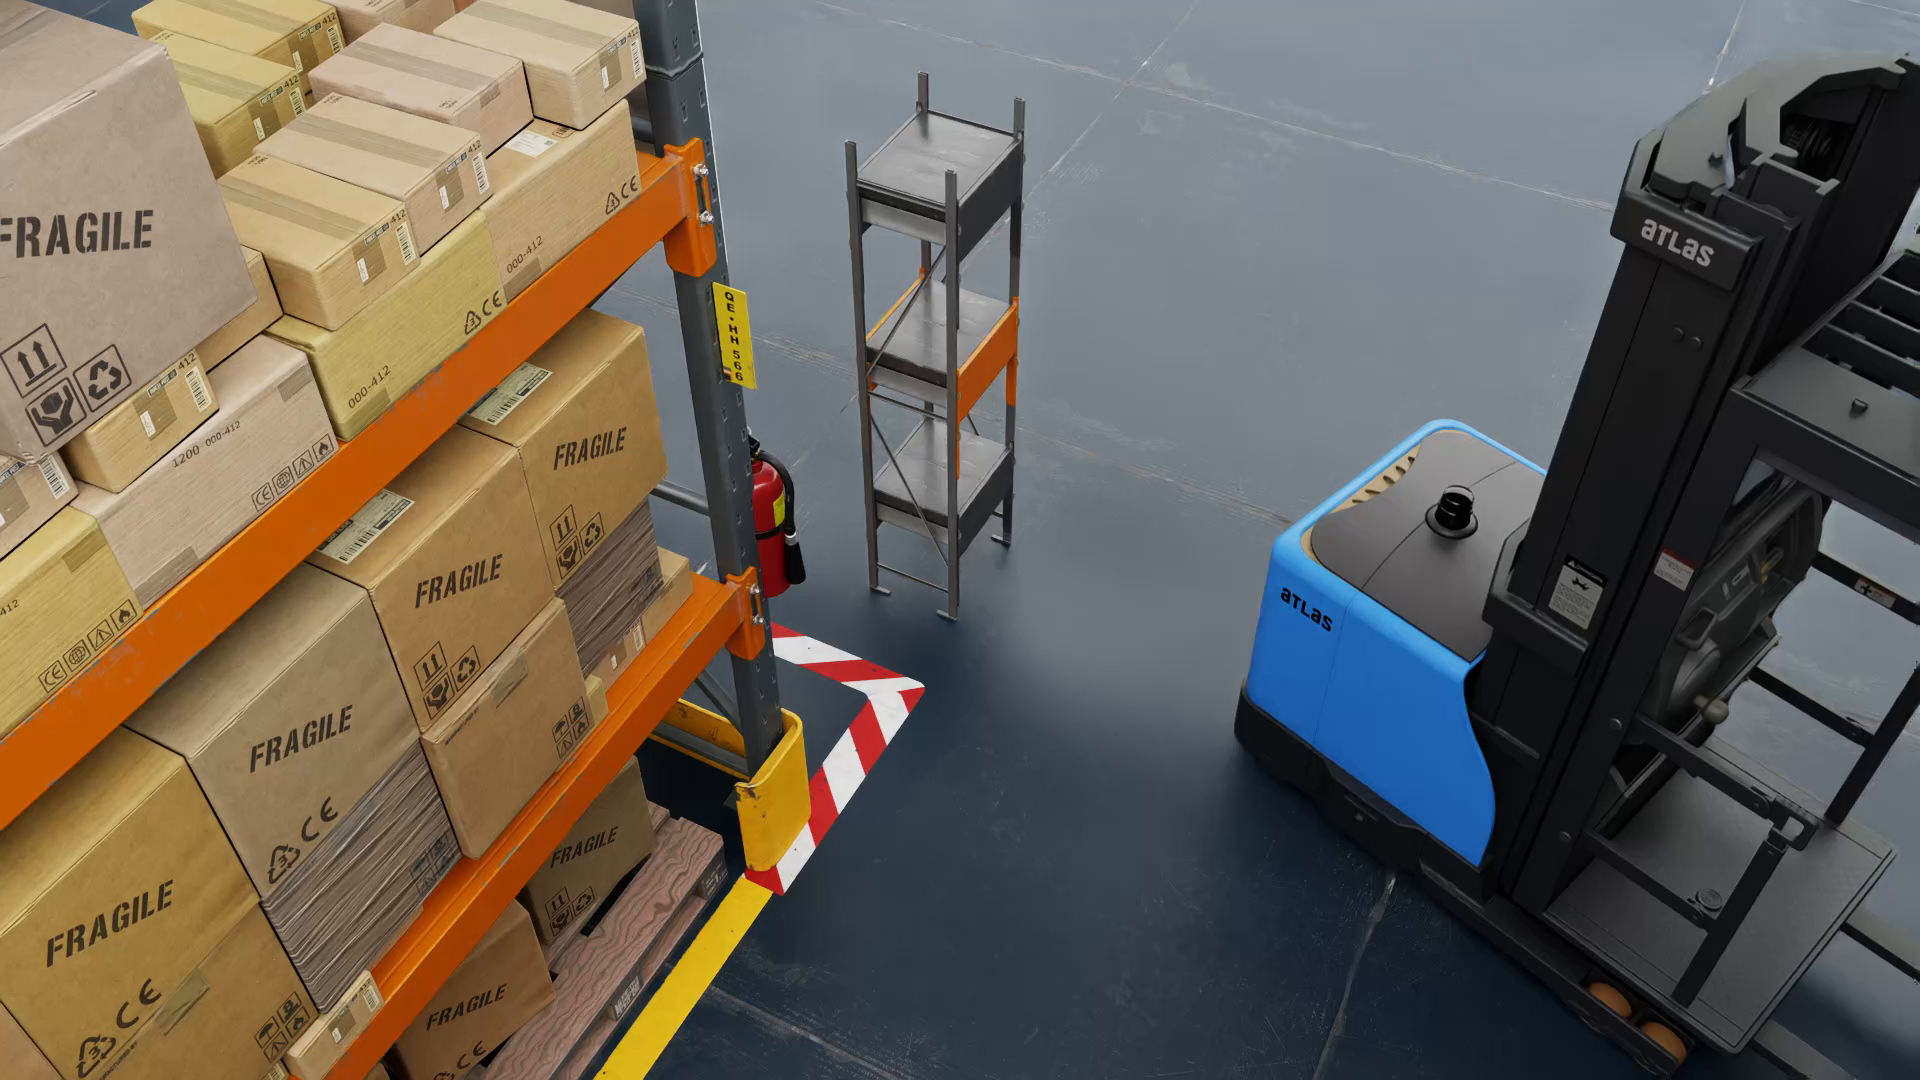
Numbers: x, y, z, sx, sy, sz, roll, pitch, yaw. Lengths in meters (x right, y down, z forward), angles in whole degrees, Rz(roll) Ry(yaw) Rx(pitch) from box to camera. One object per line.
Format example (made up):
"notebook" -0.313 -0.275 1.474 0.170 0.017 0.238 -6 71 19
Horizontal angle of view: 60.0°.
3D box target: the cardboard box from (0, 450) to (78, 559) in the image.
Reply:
"cardboard box" -1.711 -0.105 2.741 0.380 0.149 0.250 18 48 17

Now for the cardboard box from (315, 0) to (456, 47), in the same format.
"cardboard box" -1.413 -1.261 3.883 0.380 0.149 0.250 20 49 19

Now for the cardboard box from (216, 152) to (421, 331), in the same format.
"cardboard box" -1.283 -0.580 3.210 0.380 0.149 0.250 21 49 19

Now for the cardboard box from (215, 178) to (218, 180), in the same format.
"cardboard box" -1.767 -0.673 3.582 0.500 0.250 0.500 19 48 18

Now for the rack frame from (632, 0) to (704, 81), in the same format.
"rack frame" -1.080 -2.325 3.001 1.000 3.000 0.127 20 49 19

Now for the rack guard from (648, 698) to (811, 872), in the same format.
"rack guard" -1.115 0.711 5.976 1.175 0.500 0.348 20 49 19

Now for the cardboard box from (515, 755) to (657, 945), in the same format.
"cardboard box" -1.385 0.903 5.491 0.500 0.500 0.500 29 52 26

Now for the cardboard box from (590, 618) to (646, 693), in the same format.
"cardboard box" -1.146 0.277 4.824 0.380 0.149 0.250 20 49 19

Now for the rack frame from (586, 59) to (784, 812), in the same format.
"rack frame" -1.080 -0.216 5.134 1.000 3.000 0.127 20 49 19

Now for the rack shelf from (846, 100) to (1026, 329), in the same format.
"rack shelf" -0.077 -1.116 5.692 0.431 0.518 0.480 20 49 19

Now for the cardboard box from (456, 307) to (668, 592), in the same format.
"cardboard box" -1.116 -0.279 4.214 0.500 0.500 0.500 20 49 19

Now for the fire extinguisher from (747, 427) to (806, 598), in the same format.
"fire extinguisher" -0.619 -0.109 5.083 0.296 0.674 0.183 20 49 19

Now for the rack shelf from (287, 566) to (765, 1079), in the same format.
"rack shelf" -2.008 1.297 4.145 1.077 0.370 4.000 20 49 19

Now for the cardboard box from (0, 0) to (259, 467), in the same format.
"cardboard box" -1.575 -0.526 2.701 0.500 0.500 0.500 20 49 19

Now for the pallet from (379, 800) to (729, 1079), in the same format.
"pallet" -1.524 1.312 5.585 1.003 0.211 1.213 20 49 19

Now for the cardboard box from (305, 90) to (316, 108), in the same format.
"cardboard box" -1.533 -1.000 3.905 0.500 0.250 0.500 22 49 20

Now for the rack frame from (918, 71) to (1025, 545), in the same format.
"rack frame" 0.036 -0.788 6.332 0.400 2.100 0.015 20 49 19

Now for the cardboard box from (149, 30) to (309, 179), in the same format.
"cardboard box" -1.627 -0.930 3.556 0.380 0.149 0.250 20 49 18

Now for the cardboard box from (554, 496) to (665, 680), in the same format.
"cardboard box" -1.360 -0.018 4.660 0.875 0.500 0.500 20 49 19

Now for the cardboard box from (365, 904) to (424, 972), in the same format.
"cardboard box" -1.595 0.913 4.195 0.380 0.149 0.250 20 49 19

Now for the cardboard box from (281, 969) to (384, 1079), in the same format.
"cardboard box" -1.633 1.100 4.011 0.380 0.149 0.250 20 49 19

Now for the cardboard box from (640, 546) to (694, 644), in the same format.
"cardboard box" -1.029 0.120 4.979 0.380 0.149 0.250 20 49 19

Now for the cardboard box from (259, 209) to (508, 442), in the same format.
"cardboard box" -1.308 -0.515 3.426 0.500 0.250 0.500 21 49 19

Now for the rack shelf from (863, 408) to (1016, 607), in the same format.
"rack shelf" -0.077 -0.132 6.688 0.431 0.518 0.480 20 49 19

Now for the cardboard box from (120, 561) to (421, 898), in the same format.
"cardboard box" -1.578 0.352 3.591 0.500 0.500 0.500 20 49 19

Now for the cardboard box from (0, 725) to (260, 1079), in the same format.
"cardboard box" -1.817 0.664 3.282 0.500 0.500 0.500 20 49 19

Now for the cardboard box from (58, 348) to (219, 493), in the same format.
"cardboard box" -1.543 -0.263 2.897 0.380 0.149 0.250 18 48 17

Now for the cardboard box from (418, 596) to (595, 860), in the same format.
"cardboard box" -1.485 0.336 4.309 0.875 0.500 0.500 20 49 19

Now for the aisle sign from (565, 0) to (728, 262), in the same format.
"aisle sign" -0.786 -1.070 4.151 0.394 0.787 0.004 20 49 19

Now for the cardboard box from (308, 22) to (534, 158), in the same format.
"cardboard box" -1.157 -0.955 3.581 0.380 0.149 0.250 19 48 18

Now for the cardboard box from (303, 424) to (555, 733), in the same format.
"cardboard box" -1.343 0.038 3.901 0.500 0.500 0.500 20 49 19

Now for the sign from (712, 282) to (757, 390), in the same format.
"sign" -0.598 -0.538 4.417 0.100 0.325 0.005 20 49 19

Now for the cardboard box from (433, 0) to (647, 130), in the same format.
"cardboard box" -0.932 -1.080 3.704 0.380 0.149 0.250 20 49 19

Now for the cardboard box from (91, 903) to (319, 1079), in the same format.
"cardboard box" -1.998 0.948 3.704 0.875 0.500 0.500 20 49 19

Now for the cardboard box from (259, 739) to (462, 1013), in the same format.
"cardboard box" -1.756 0.637 4.012 0.875 0.500 0.500 20 49 19

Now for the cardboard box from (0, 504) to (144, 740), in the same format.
"cardboard box" -1.782 0.124 2.795 0.500 0.250 0.500 20 49 18

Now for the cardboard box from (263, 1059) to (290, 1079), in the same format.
"cardboard box" -1.810 1.234 3.878 0.380 0.149 0.250 20 49 19

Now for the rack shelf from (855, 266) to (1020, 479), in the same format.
"rack shelf" -0.077 -0.624 6.190 0.431 0.518 0.480 20 49 19

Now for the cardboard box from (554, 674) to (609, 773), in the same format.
"cardboard box" -1.217 0.452 4.651 0.380 0.149 0.250 20 49 19

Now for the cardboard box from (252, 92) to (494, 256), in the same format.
"cardboard box" -1.187 -0.746 3.374 0.380 0.149 0.250 18 48 17

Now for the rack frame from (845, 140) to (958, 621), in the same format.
"rack frame" -0.190 -0.480 6.028 0.400 2.100 0.015 20 49 19

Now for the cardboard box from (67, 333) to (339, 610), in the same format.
"cardboard box" -1.553 -0.195 3.110 0.500 0.250 0.500 21 49 20

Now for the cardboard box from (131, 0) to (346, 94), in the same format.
"cardboard box" -1.619 -1.129 3.753 0.380 0.149 0.250 21 49 20

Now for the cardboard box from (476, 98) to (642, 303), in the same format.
"cardboard box" -1.079 -0.830 3.738 0.500 0.250 0.500 22 49 20

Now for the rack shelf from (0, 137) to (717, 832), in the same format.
"rack shelf" -2.008 0.242 3.078 1.077 0.370 4.000 20 49 19

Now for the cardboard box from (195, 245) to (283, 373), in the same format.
"cardboard box" -1.508 -0.465 3.097 0.380 0.149 0.250 21 49 20

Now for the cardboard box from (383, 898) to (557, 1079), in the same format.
"cardboard box" -1.632 1.291 5.107 0.500 0.500 0.500 33 54 29

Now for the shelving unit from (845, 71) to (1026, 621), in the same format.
"shelving unit" -0.077 -0.634 6.180 0.431 2.100 0.503 20 49 19

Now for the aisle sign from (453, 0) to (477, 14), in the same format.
"aisle sign" -1.317 -1.268 4.346 0.394 0.787 0.004 20 49 19

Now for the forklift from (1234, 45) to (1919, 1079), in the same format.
"forklift" 2.400 0.262 4.710 1.130 2.935 3.031 -34 54 -29

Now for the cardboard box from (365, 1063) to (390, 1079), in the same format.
"cardboard box" -1.939 1.679 4.724 0.500 0.500 0.500 25 50 23
